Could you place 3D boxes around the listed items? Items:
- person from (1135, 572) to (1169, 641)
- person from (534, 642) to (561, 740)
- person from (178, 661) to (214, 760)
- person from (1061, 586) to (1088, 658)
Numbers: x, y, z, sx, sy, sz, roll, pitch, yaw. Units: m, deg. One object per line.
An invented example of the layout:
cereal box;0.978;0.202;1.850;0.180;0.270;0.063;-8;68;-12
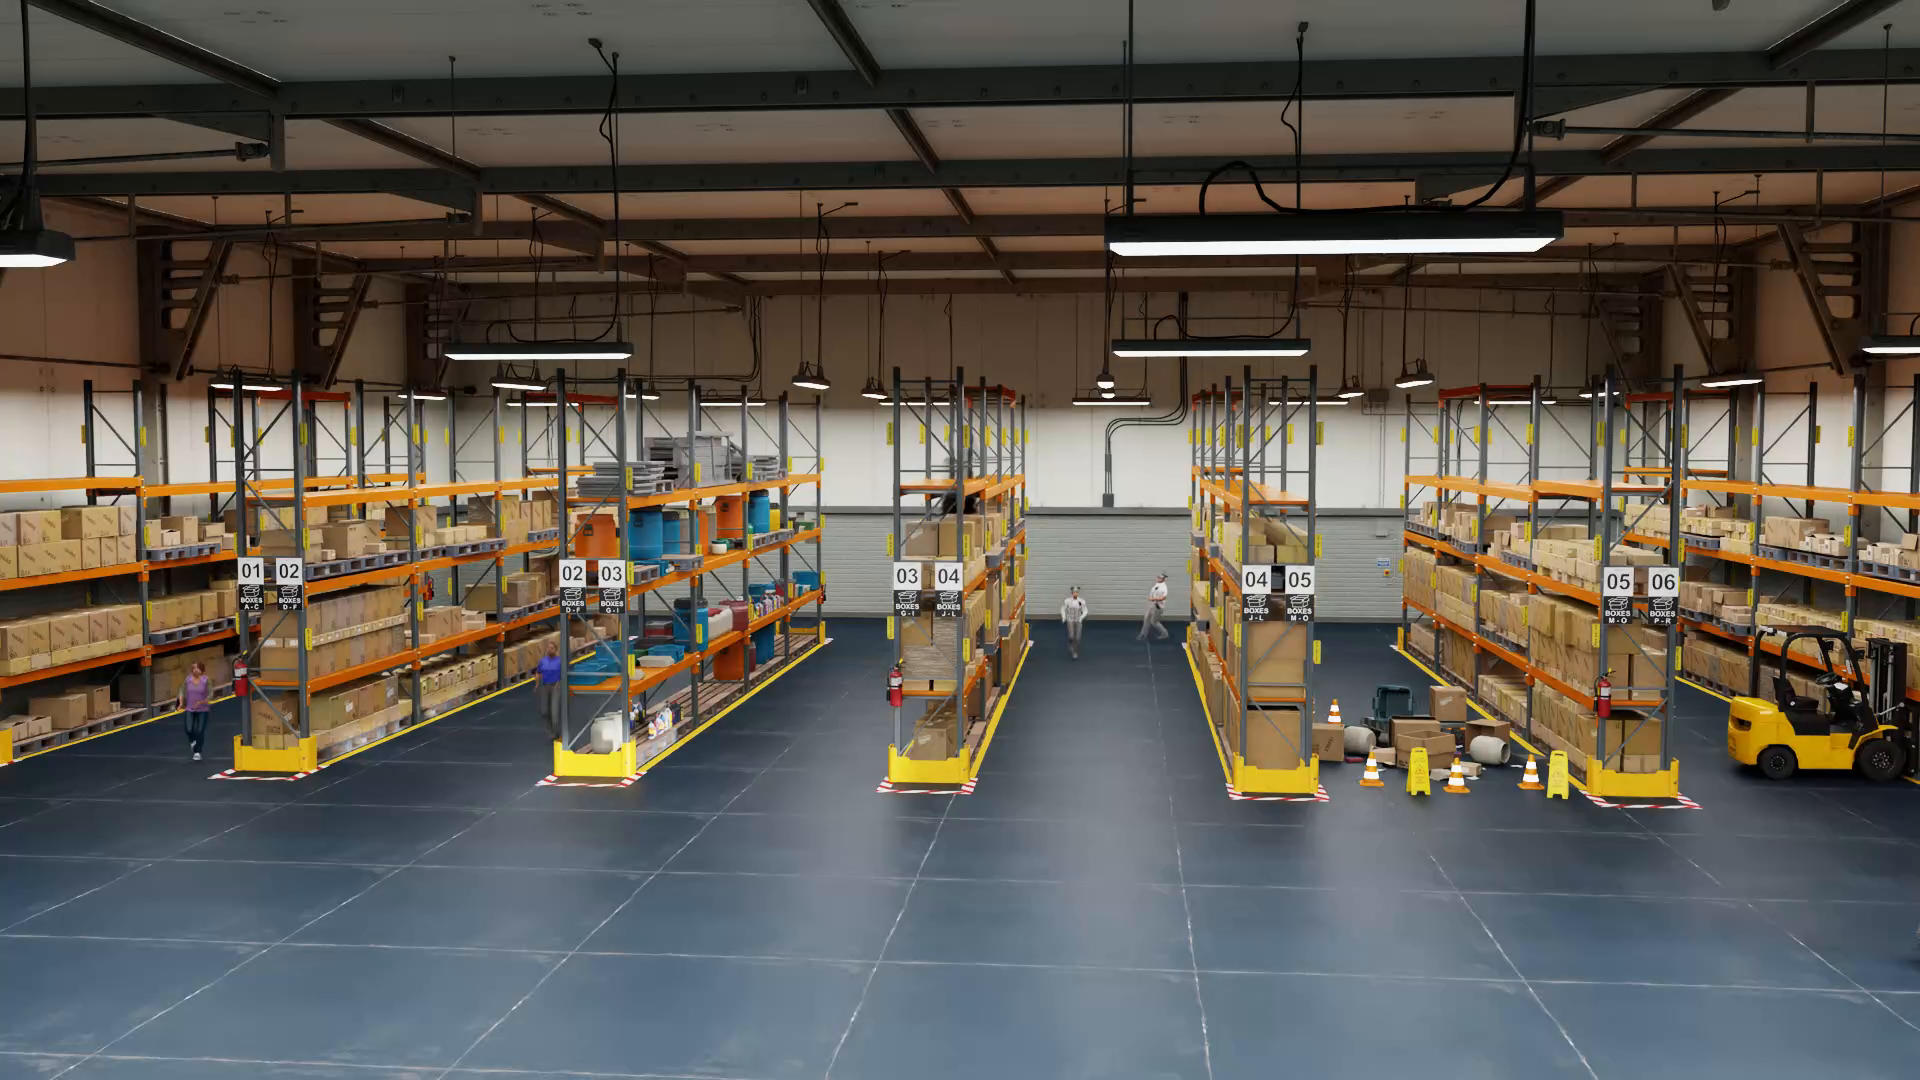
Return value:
person;4.716;1.625;40.560;0.793;1.736;0.788;0;4;-5
person;-6.761;2.490;27.548;0.588;1.606;0.563;0;4;1
person;-11.792;2.636;25.667;0.527;1.540;0.521;-1;4;-17
person;2.586;1.852;37.559;0.604;1.647;0.578;0;4;0
